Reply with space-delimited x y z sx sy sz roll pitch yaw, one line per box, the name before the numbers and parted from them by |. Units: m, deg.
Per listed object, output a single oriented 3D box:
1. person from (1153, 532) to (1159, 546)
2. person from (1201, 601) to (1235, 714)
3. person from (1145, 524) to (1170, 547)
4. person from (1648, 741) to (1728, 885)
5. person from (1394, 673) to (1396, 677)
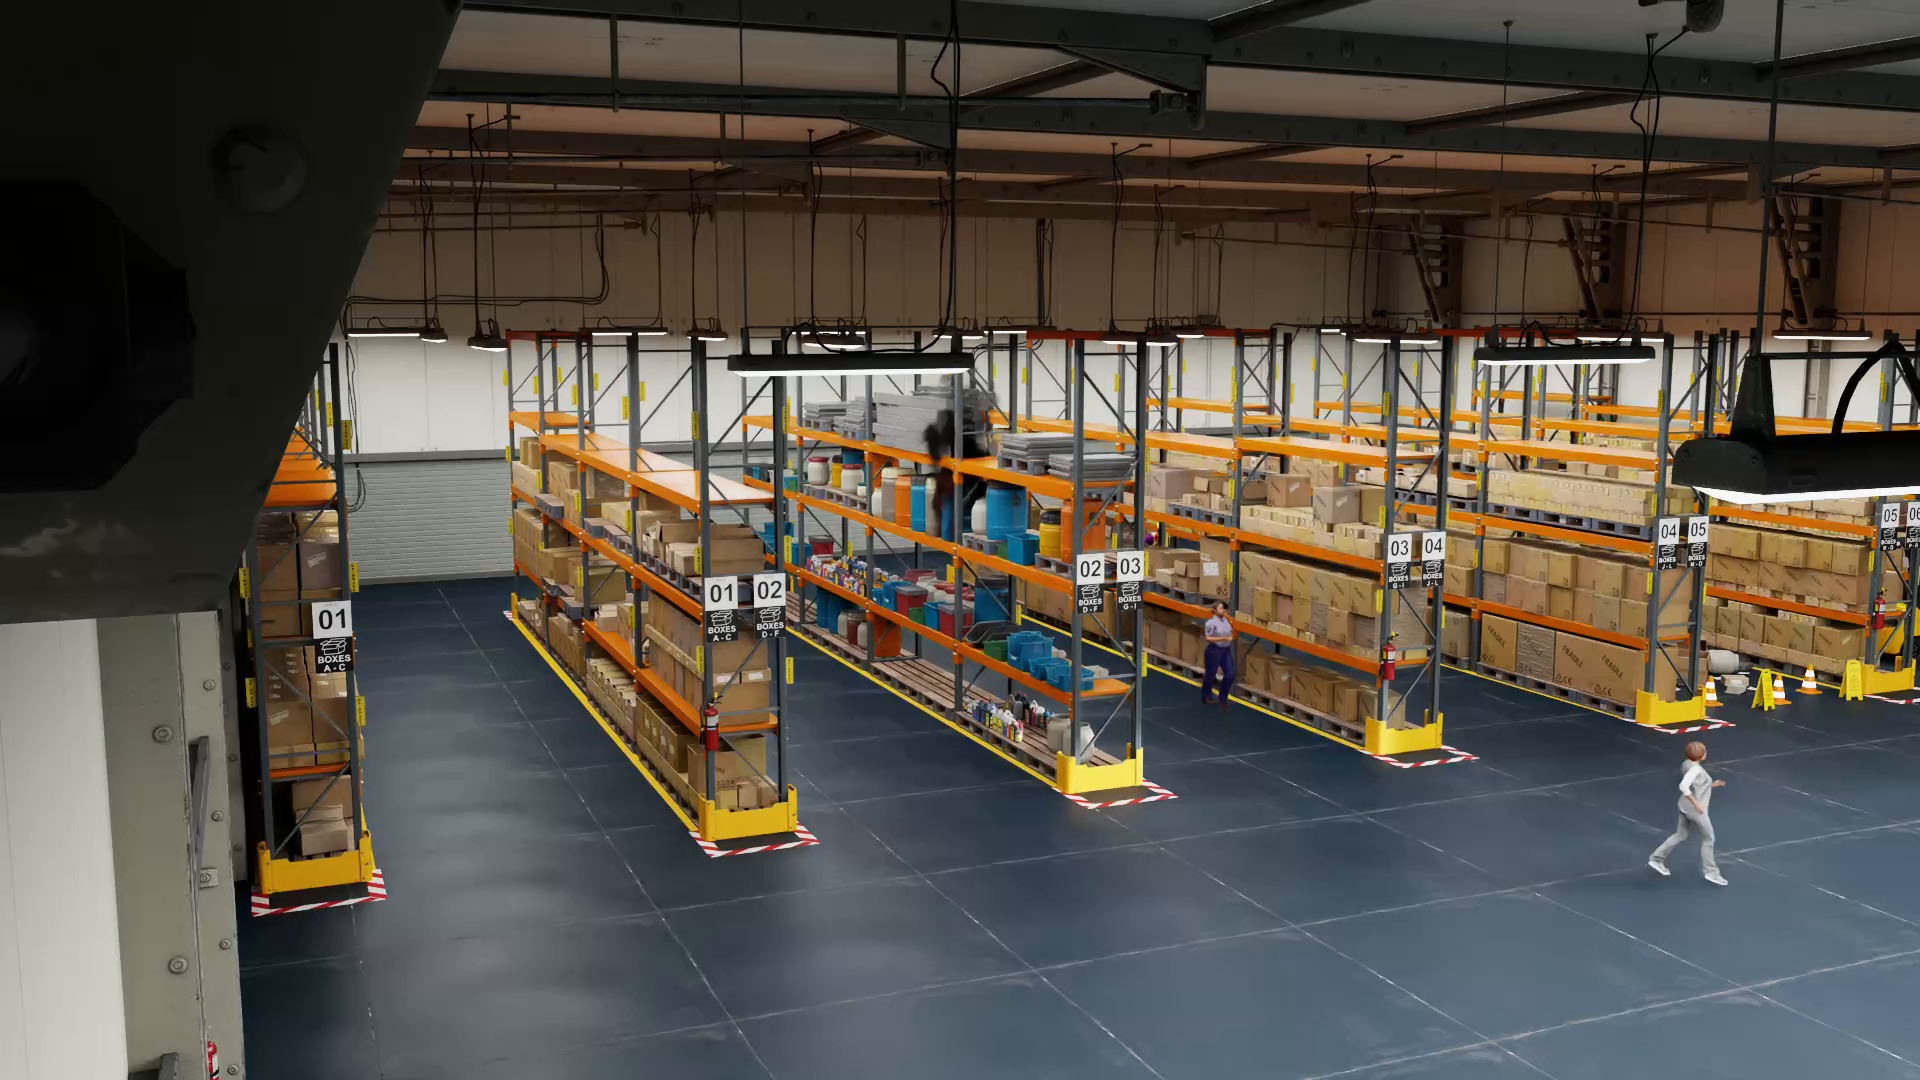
person | 4.096 0.732 34.662 0.613 1.823 0.894 -4 9 -28
person | 3.994 1.812 25.493 0.586 1.736 0.650 -5 9 -35
person | 4.389 0.427 37.426 0.693 1.689 0.780 -5 9 -33
person | 8.119 3.021 18.451 0.843 1.611 0.524 0 8 2
person | 7.502 1.454 29.440 0.640 1.834 0.822 -5 9 -31
